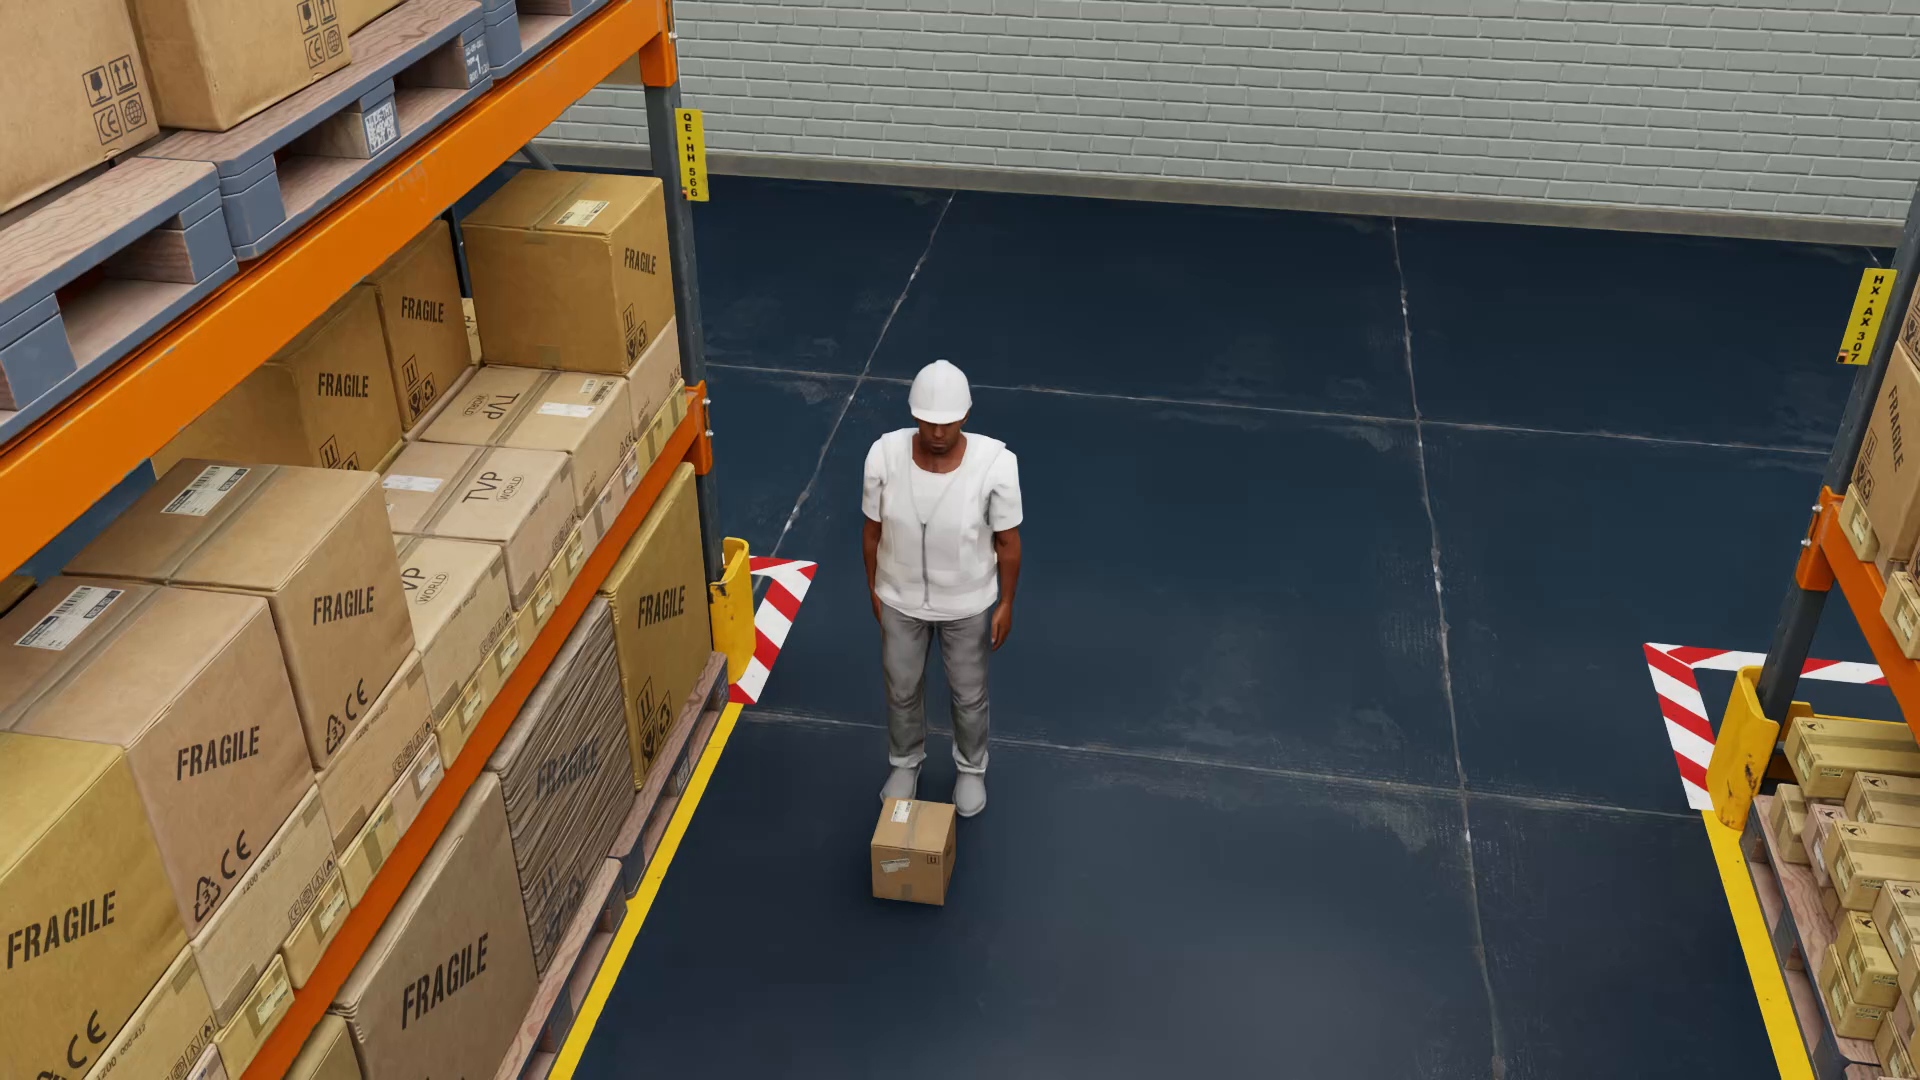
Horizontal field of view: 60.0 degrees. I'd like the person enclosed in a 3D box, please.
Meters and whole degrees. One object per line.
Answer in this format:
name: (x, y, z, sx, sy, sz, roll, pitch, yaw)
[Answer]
person: (-0.071, 0.198, 5.809, 0.562, 1.765, 0.368, 6, 33, 9)
